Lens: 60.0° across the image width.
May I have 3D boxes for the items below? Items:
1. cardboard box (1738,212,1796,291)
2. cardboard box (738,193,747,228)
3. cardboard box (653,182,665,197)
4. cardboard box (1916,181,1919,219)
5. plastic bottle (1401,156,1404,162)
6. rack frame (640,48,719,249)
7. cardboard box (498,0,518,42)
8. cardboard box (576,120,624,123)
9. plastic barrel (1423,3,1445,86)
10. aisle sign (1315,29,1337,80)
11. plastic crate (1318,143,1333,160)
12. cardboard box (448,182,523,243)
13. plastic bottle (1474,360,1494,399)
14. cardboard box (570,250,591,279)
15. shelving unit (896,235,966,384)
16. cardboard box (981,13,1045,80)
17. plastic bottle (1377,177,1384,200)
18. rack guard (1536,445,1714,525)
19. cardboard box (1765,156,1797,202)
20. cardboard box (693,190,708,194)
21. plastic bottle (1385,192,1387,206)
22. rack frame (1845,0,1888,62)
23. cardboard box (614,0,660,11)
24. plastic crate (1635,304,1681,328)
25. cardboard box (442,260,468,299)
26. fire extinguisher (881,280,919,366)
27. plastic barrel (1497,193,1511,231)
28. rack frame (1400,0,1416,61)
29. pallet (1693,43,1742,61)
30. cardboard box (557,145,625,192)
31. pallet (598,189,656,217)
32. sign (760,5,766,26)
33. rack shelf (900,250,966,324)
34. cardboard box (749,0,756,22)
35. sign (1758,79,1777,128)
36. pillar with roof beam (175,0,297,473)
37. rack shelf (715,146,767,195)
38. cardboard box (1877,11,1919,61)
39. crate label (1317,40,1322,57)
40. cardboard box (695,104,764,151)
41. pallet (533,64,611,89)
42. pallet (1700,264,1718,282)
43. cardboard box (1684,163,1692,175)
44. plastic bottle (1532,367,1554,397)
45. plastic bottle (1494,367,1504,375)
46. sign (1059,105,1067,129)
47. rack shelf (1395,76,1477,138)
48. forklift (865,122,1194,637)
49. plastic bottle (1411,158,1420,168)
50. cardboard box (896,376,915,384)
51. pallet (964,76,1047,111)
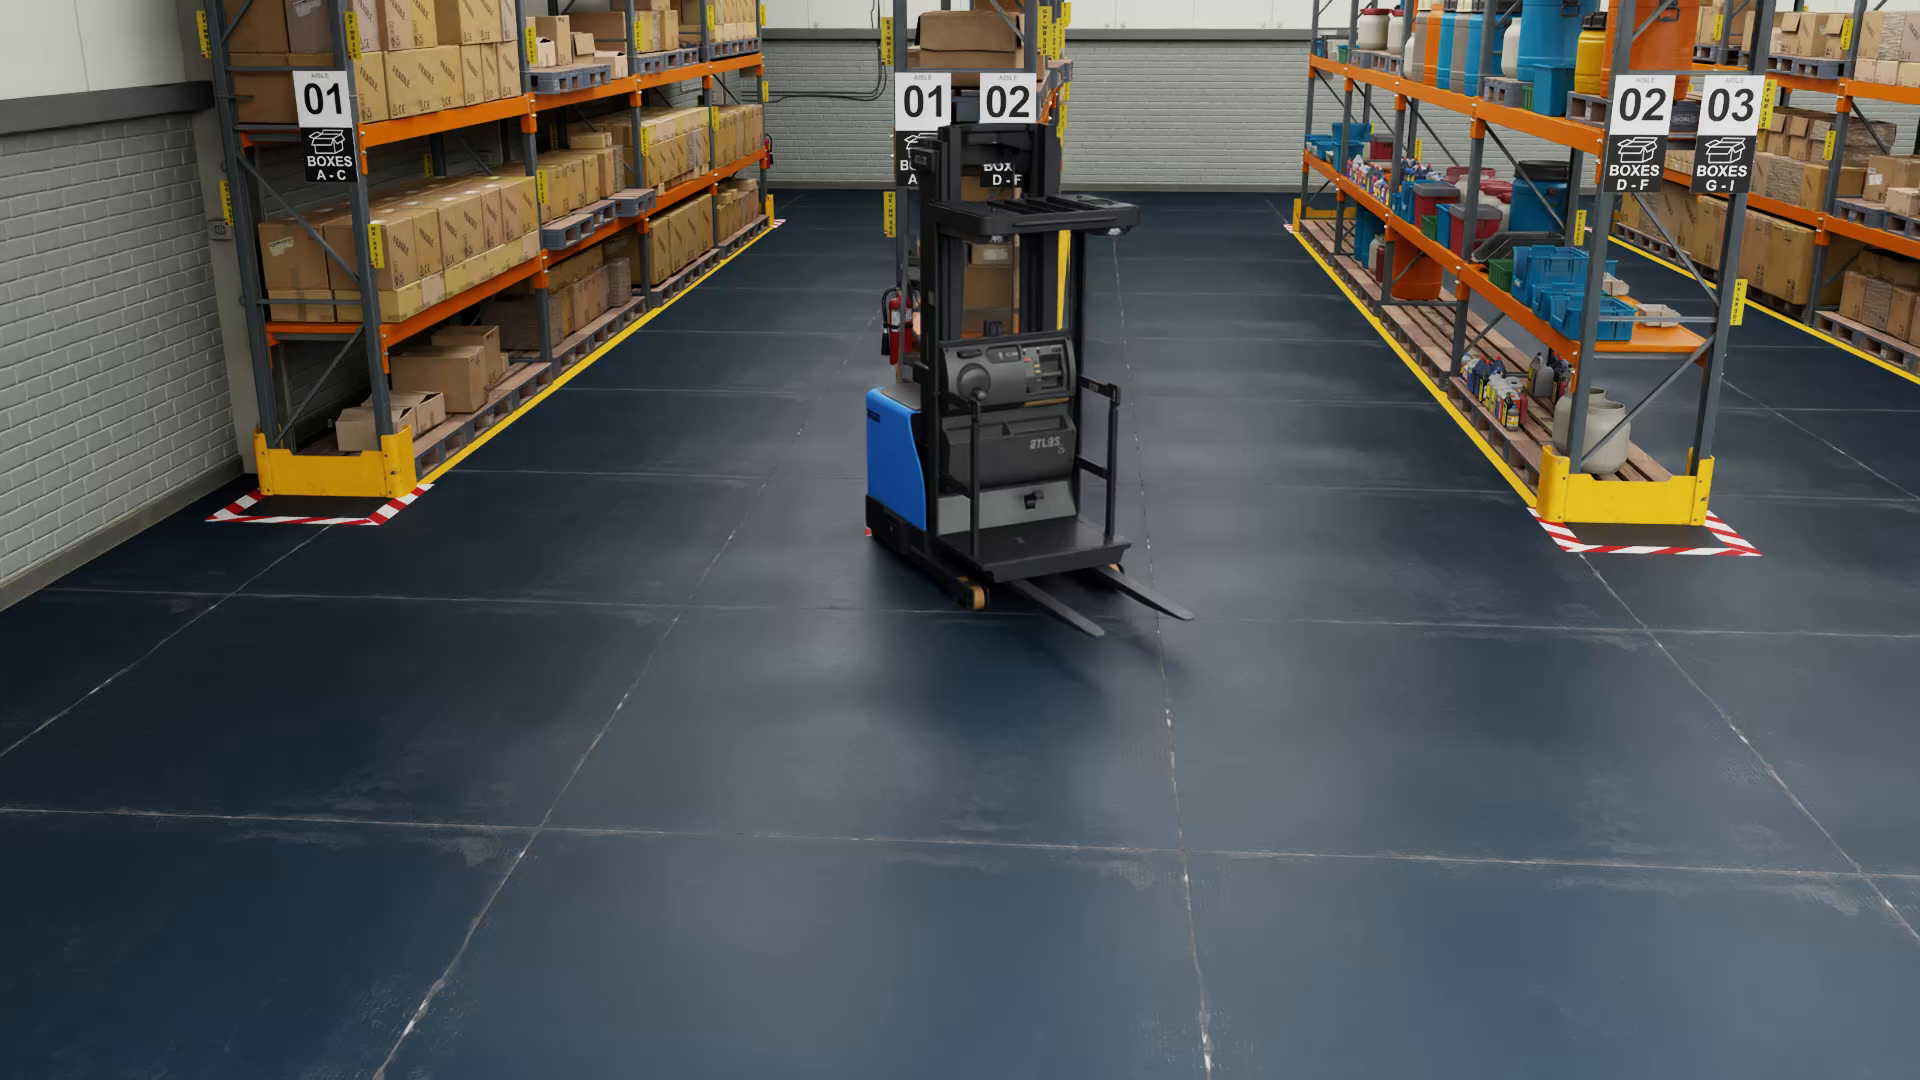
[{"bbox_3d":[10.633,-3.628,20.915,1.225,0.875,0.875,1,18,4],"label":"cardboard box"},{"bbox_3d":[-3.779,-5.244,26.450,0.700,0.500,0.500,1,18,2],"label":"cardboard box"},{"bbox_3d":[-3.946,-4.425,20.982,0.380,0.149,0.250,2,18,6],"label":"cardboard box"},{"bbox_3d":[10.236,-3.494,16.929,0.797,0.503,0.637,3,18,10],"label":"cardboard box"},{"bbox_3d":[5.954,-4.987,22.406,0.144,0.351,0.185,1,18,4],"label":"plastic bottle"},{"bbox_3d":[-4.044,-5.522,23.957,1.000,3.000,0.127,1,18,4],"label":"rack frame"},{"bbox_3d":[-4.383,-4.833,15.239,0.500,0.500,0.500,0,18,-1],"label":"cardboard box"},{"bbox_3d":[-4.516,-5.141,20.922,0.500,0.250,0.500,1,18,2],"label":"cardboard box"},{"bbox_3d":[5.228,-5.234,17.573,0.600,0.830,0.708,1,18,4],"label":"plastic barrel"},{"bbox_3d":[5.833,-7.807,26.757,0.394,0.787,0.004,1,18,4],"label":"aisle sign"},{"bbox_3d":[5.662,-5.920,25.346,0.416,0.233,0.300,1,18,4],"label":"plastic crate"},{"bbox_3d":[-4.373,-3.023,15.335,0.500,0.500,0.500,1,18,4],"label":"cardboard box"},{"bbox_3d":[4.779,-1.466,15.127,0.144,0.351,0.185,1,18,2],"label":"plastic bottle"},{"bbox_3d":[-4.466,-3.097,18.659,0.500,0.250,0.500,1,18,4],"label":"cardboard box"},{"bbox_3d":[-0.232,-1.142,12.090,0.431,2.100,0.503,4,10,3],"label":"shelving unit"},{"bbox_3d":[0.429,-3.934,13.234,0.500,0.500,0.500,1,18,4],"label":"cardboard box"},{"bbox_3d":[5.225,-4.360,20.619,0.097,0.271,0.097,0,18,0],"label":"plastic bottle"},{"bbox_3d":[4.936,-0.410,12.372,1.175,0.500,0.348,1,18,4],"label":"rack guard"},{"bbox_3d":[10.355,-4.470,20.587,0.500,0.500,0.500,1,18,2],"label":"cardboard box"},{"bbox_3d":[-4.043,-5.276,25.507,0.380,0.149,0.250,1,18,2],"label":"cardboard box"},{"bbox_3d":[5.181,-4.134,20.042,0.097,0.201,0.097,0,18,0],"label":"plastic bottle"},{"bbox_3d":[10.491,-6.798,18.219,1.000,3.000,0.127,1,18,4],"label":"rack frame"},{"bbox_3d":[-4.263,-7.118,21.939,0.500,0.250,0.500,1,18,2],"label":"cardboard box"},{"bbox_3d":[5.362,-1.719,12.775,0.298,0.136,0.250,1,18,4],"label":"plastic crate"},{"bbox_3d":[-4.487,-2.197,14.019,0.500,0.250,0.500,1,18,3],"label":"cardboard box"},{"bbox_3d":[-0.435,-1.622,12.180,0.296,0.674,0.183,1,18,4],"label":"fire extinguisher"},{"bbox_3d":[5.551,-3.173,16.570,0.433,0.535,0.433,0,18,0],"label":"plastic barrel"},{"bbox_3d":[5.551,-6.909,18.556,1.000,3.000,0.127,1,18,4],"label":"rack frame"},{"bbox_3d":[10.847,-6.827,23.266,1.003,0.211,1.213,1,18,4],"label":"pallet"},{"bbox_3d":[-4.355,-4.390,19.635,0.700,0.500,0.500,-1,18,-3],"label":"cardboard box"},{"bbox_3d":[-4.276,-3.964,19.512,1.213,0.211,1.003,1,18,4],"label":"pallet"},{"bbox_3d":[-3.217,-8.556,27.105,0.100,0.325,0.005,1,18,4],"label":"sign"},{"bbox_3d":[-0.195,-1.816,11.970,0.431,0.518,0.480,4,10,3],"label":"rack shelf"},{"bbox_3d":[-3.538,-8.488,26.394,0.500,0.500,0.500,1,18,4],"label":"cardboard box"},{"bbox_3d":[5.526,-2.989,11.398,0.100,0.325,0.005,1,18,4],"label":"sign"},{"bbox_3d":[-1.423,-4.786,12.078,9.100,9.000,0.400,1,18,4],"label":"pillar with roof beam"},{"bbox_3d":[-3.901,-5.801,25.964,1.077,0.370,4.000,1,18,4],"label":"rack shelf"},{"bbox_3d":[10.161,-5.360,17.684,0.500,0.500,0.500,1,18,4],"label":"cardboard box"},{"bbox_3d":[5.736,-7.618,25.777,0.408,0.251,0.502,1,18,4],"label":"crate label"},{"bbox_3d":[-3.784,-6.748,27.217,0.980,0.700,0.700,2,18,6],"label":"cardboard box"},{"bbox_3d":[-4.396,-4.885,17.497,1.213,0.211,1.003,1,18,4],"label":"pallet"},{"bbox_3d":[10.798,-3.623,22.642,1.003,0.211,1.213,1,18,4],"label":"pallet"},{"bbox_3d":[10.491,-5.253,23.539,0.380,0.149,0.250,2,18,5],"label":"cardboard box"},{"bbox_3d":[5.342,-1.460,15.229,0.152,0.276,0.135,1,18,4],"label":"plastic bottle"},{"bbox_3d":[4.902,-1.439,15.173,0.097,0.271,0.097,0,18,0],"label":"plastic bottle"},{"bbox_3d":[1.451,-5.951,23.408,0.100,0.325,0.005,1,18,4],"label":"sign"},{"bbox_3d":[5.407,-4.520,17.240,1.077,0.370,4.000,1,18,4],"label":"rack shelf"},{"bbox_3d":[0.419,-1.097,10.564,1.130,2.935,3.031,-9,20,-25],"label":"forklift"},{"bbox_3d":[6.085,-4.927,22.221,0.144,0.351,0.185,1,18,4],"label":"plastic bottle"},{"bbox_3d":[-0.222,-1.108,13.023,0.500,0.500,0.500,1,18,4],"label":"cardboard box"},{"bbox_3d":[0.198,-3.667,13.623,1.003,0.211,1.213,1,18,4],"label":"pallet"}]
